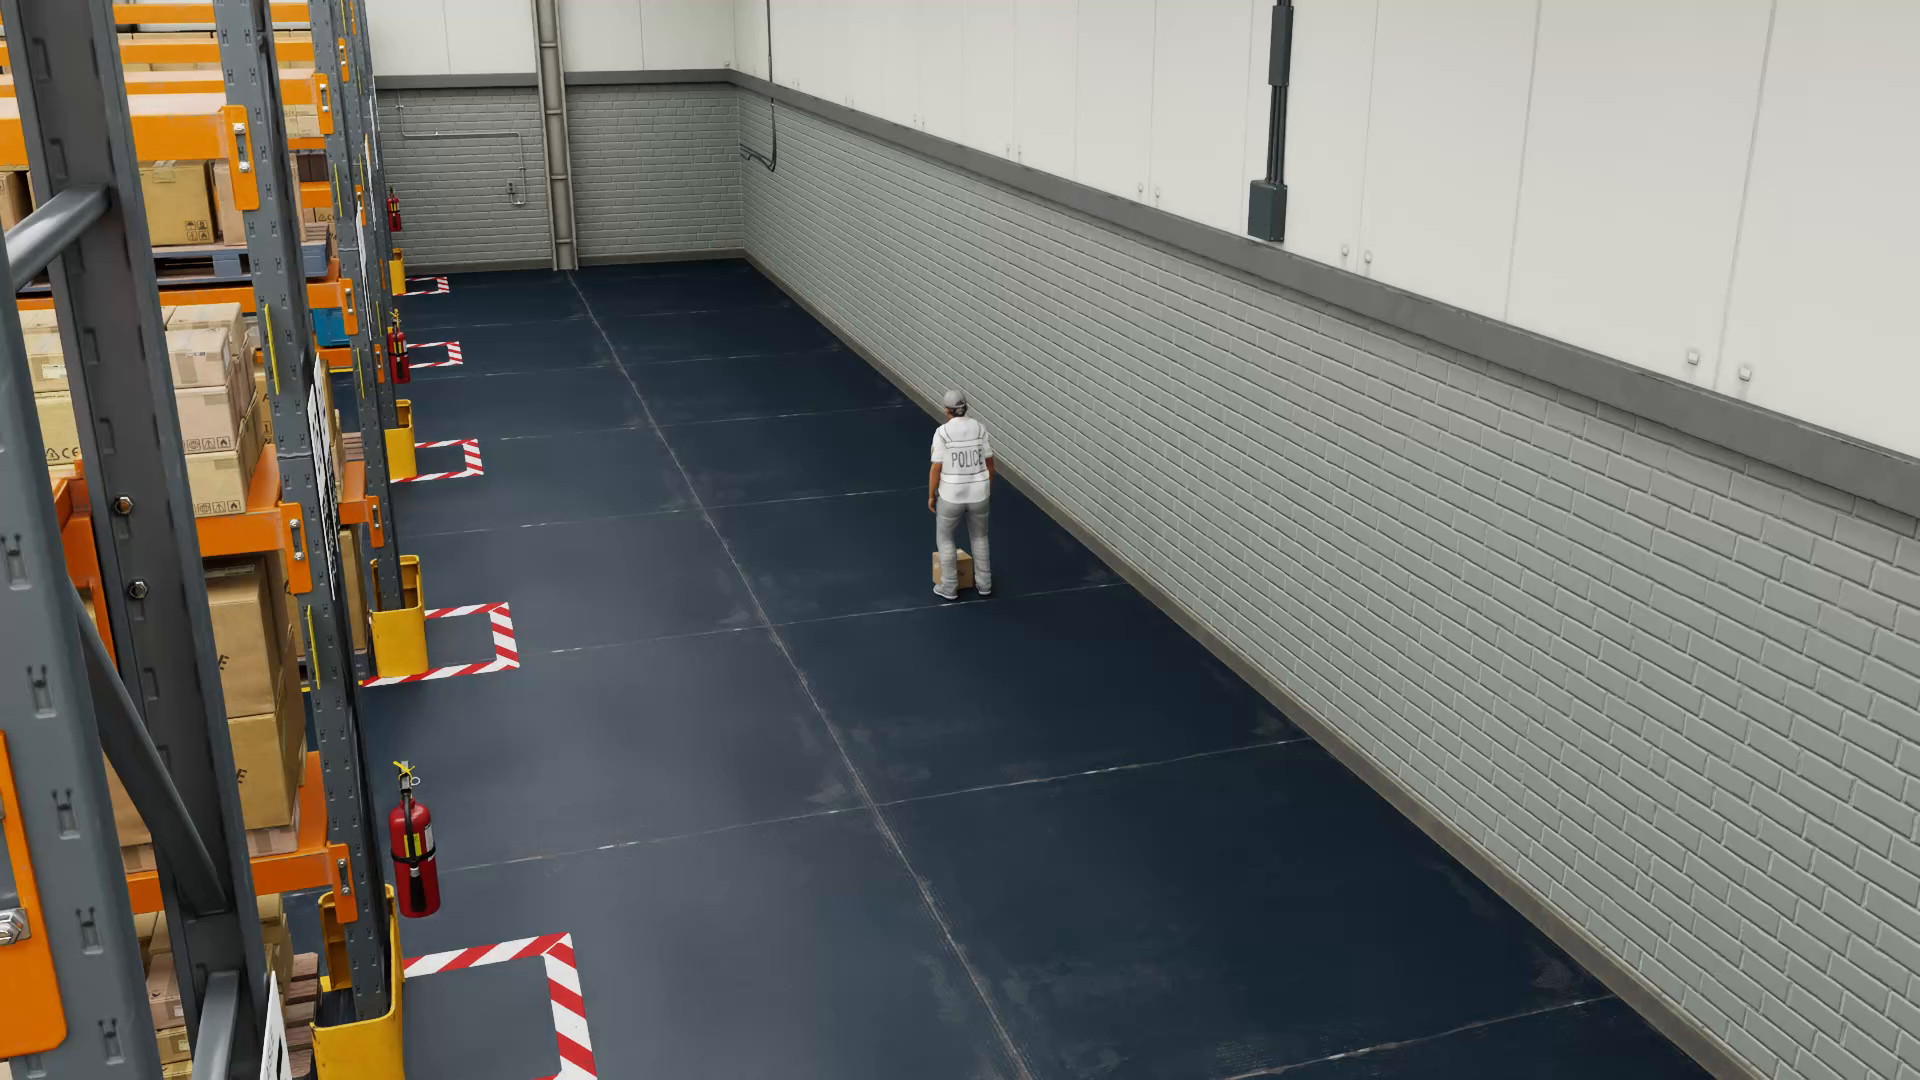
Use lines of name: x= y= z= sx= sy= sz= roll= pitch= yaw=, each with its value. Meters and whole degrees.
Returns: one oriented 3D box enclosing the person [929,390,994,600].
person: x=0.010 y=-0.360 z=13.082 sx=0.551 sy=1.666 sz=0.458 roll=-7 pitch=20 yaw=-18
